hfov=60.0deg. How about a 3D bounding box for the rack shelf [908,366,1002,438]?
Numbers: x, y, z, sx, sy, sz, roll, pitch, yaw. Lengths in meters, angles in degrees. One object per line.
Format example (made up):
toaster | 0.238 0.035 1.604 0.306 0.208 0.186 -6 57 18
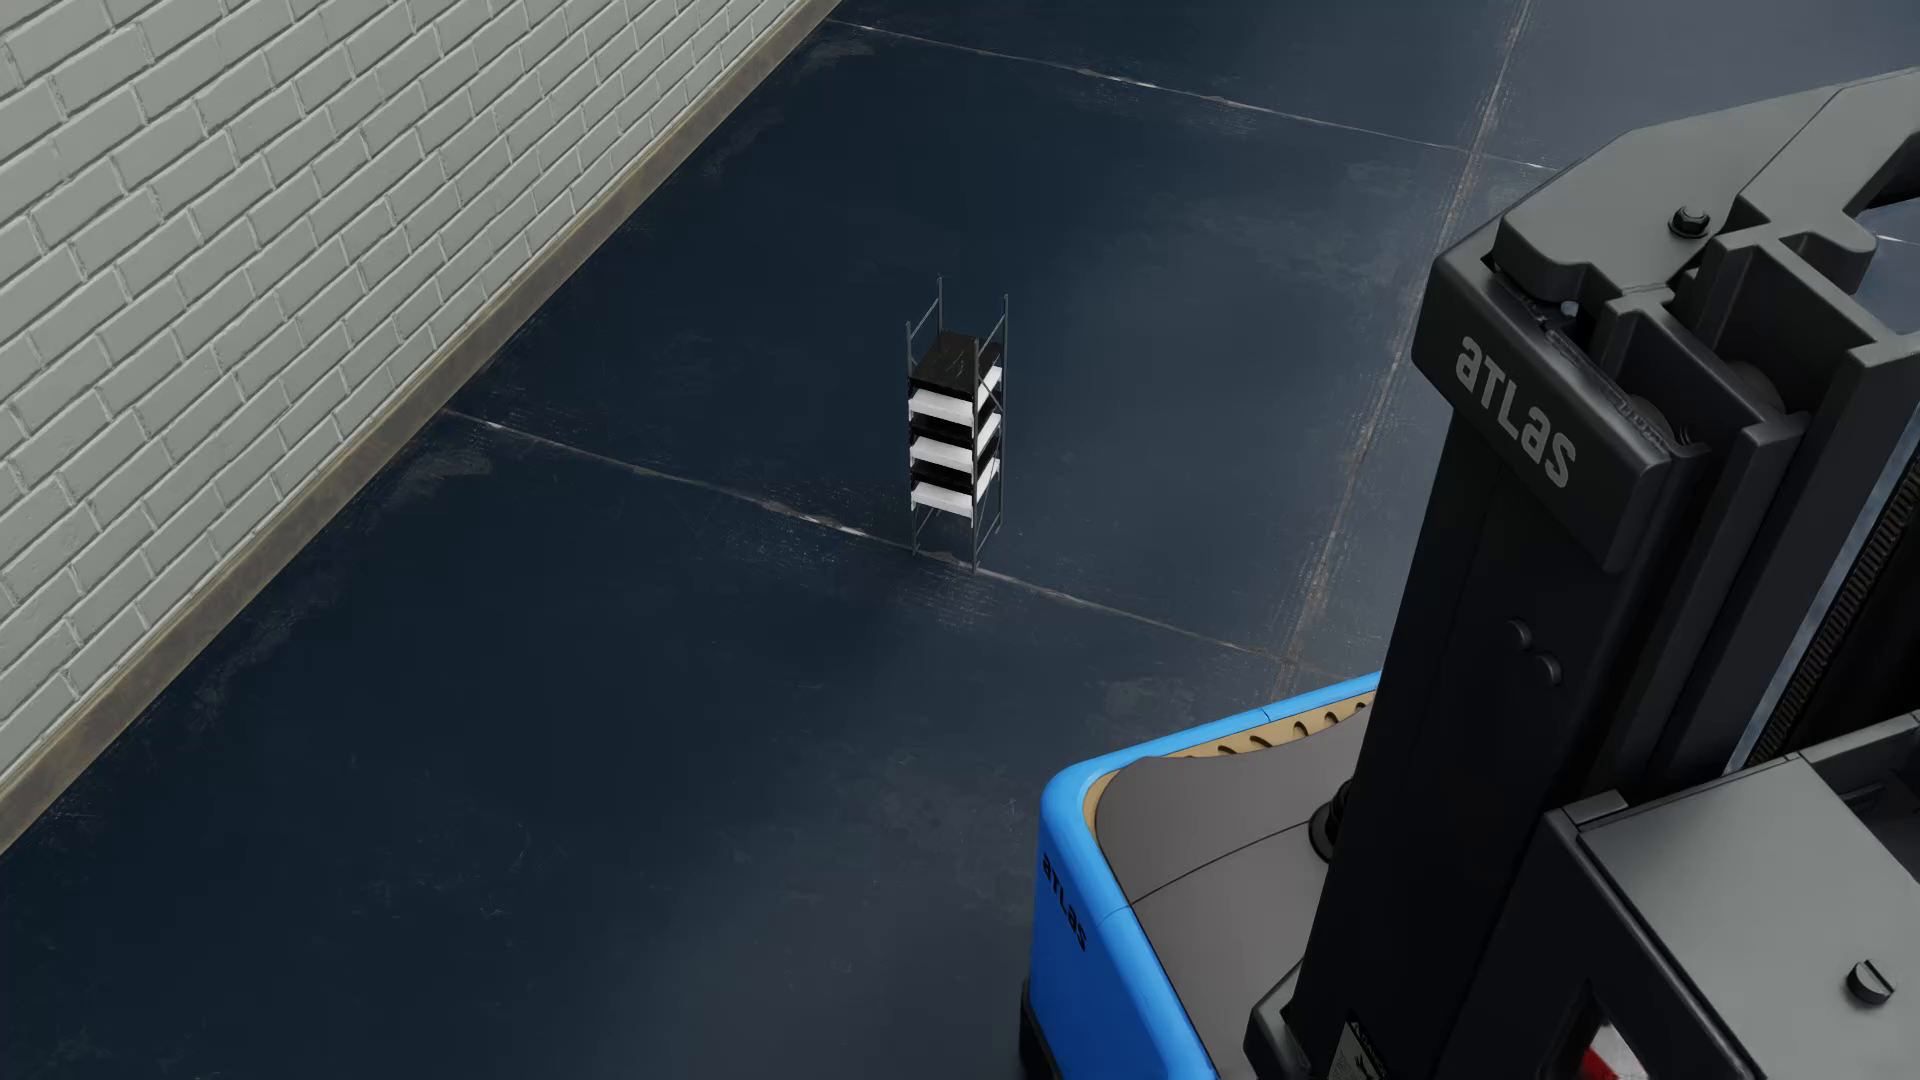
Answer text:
rack shelf | -0.007 -0.425 4.831 0.200 0.077 0.258 16 47 16

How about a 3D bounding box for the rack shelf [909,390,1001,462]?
rack shelf | -0.007 -0.361 4.895 0.200 0.077 0.258 16 47 16

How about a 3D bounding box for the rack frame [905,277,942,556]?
rack frame | -0.101 -0.349 4.963 0.006 0.900 0.240 16 47 16

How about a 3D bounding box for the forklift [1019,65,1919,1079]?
forklift | 1.133 1.038 2.128 1.130 2.935 3.031 -15 47 -14

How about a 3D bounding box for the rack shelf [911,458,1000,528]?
rack shelf | -0.007 -0.170 5.085 0.200 0.077 0.258 16 47 16

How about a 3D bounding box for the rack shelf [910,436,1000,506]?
rack shelf | -0.007 -0.234 5.022 0.200 0.077 0.258 16 47 16

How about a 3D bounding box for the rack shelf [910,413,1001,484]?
rack shelf | -0.007 -0.298 4.958 0.200 0.077 0.258 16 47 16

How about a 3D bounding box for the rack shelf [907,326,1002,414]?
rack shelf | -0.007 -0.489 4.768 0.200 0.077 0.258 16 47 16

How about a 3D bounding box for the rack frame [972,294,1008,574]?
rack frame | 0.086 -0.294 4.907 0.006 0.900 0.240 16 47 16

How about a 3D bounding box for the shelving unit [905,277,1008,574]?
shelving unit | -0.007 -0.321 4.935 0.210 0.900 0.258 16 47 16
